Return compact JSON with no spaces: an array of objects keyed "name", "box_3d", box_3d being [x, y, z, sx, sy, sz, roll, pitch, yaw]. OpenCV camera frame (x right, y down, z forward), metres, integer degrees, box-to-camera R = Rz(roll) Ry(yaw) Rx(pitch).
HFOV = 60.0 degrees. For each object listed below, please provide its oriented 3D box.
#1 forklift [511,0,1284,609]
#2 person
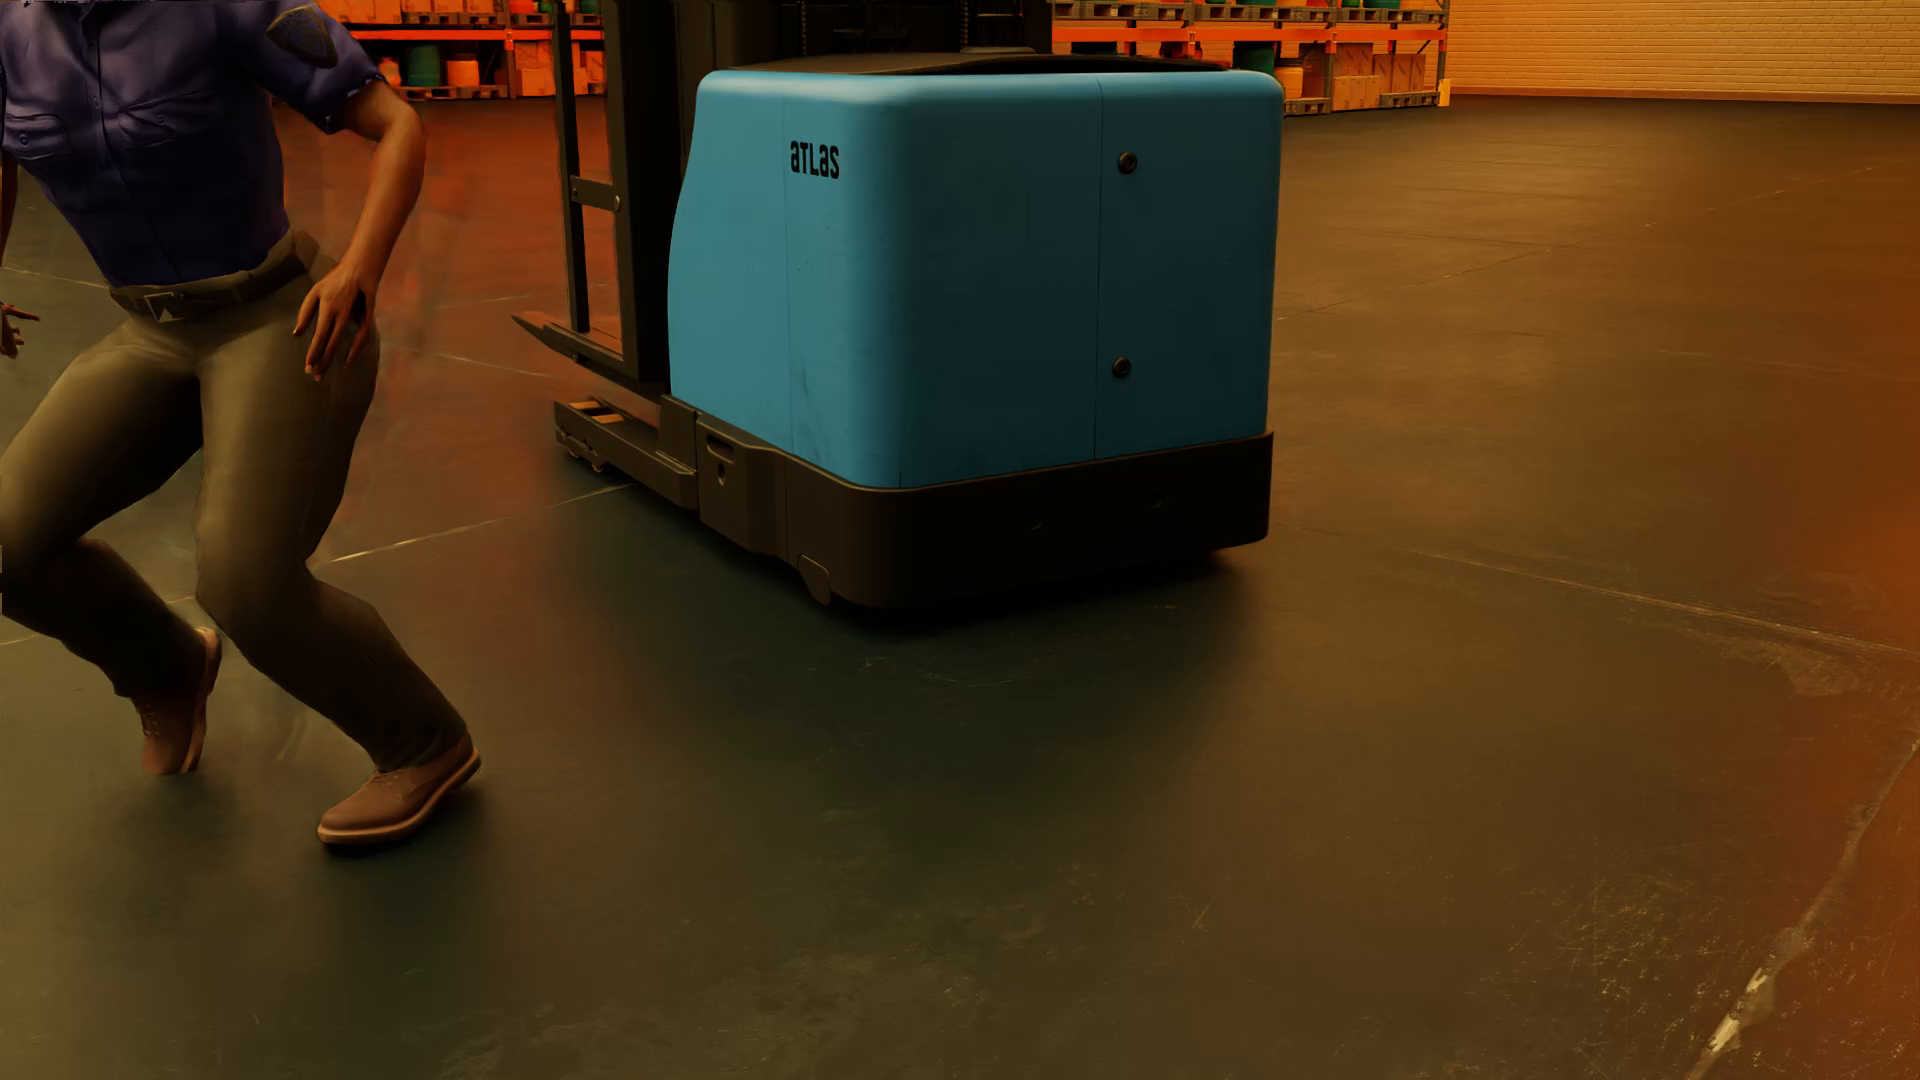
[{"name":"forklift","box_3d":[-0.489,-1.643,4.308,1.130,2.935,3.031,-10,19,-29]},{"name":"person","box_3d":[-1.134,-0.260,2.368,0.916,1.536,0.461,5,17,15]}]
